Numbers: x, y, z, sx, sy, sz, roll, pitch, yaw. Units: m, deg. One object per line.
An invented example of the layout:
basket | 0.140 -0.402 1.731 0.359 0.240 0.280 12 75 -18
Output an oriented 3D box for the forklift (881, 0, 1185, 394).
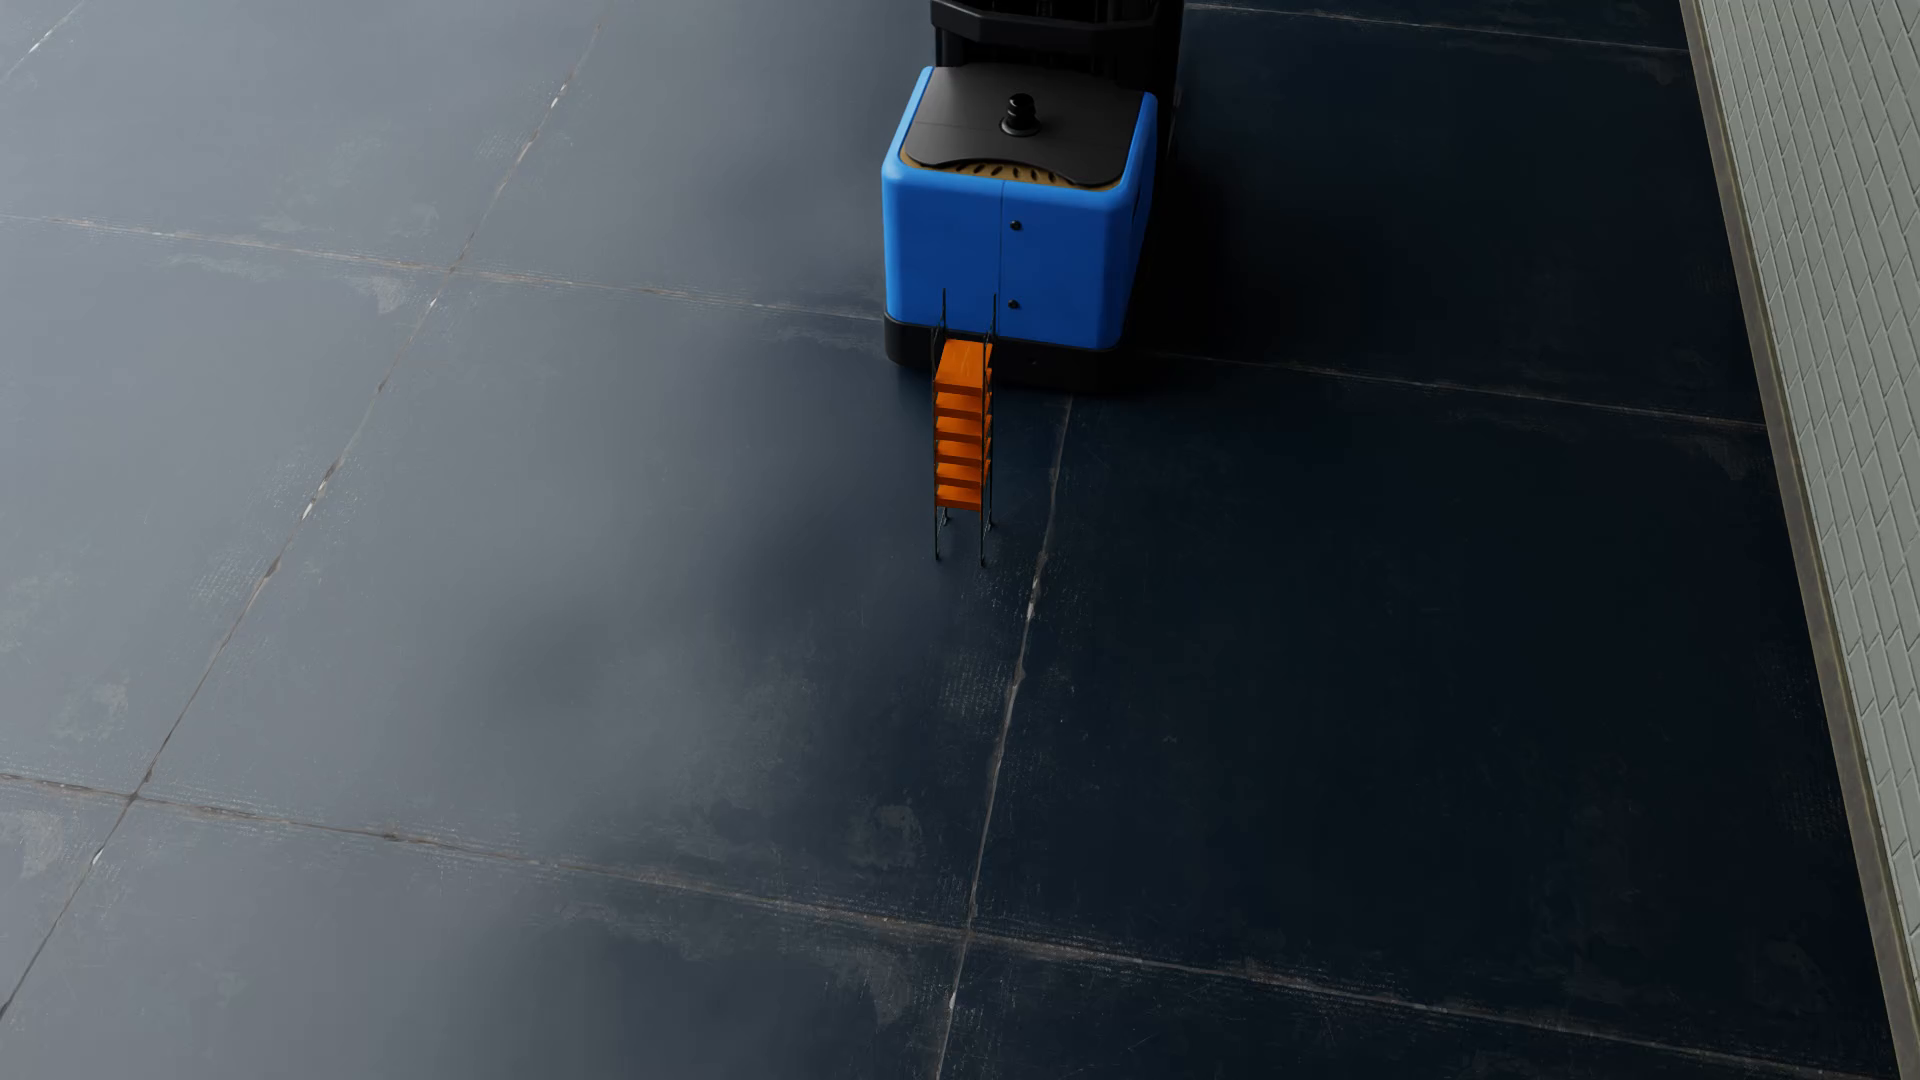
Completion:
forklift | 0.482 -2.733 7.207 1.130 2.935 3.031 9 49 8

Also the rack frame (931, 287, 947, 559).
rack frame | -0.076 -0.411 6.285 0.006 1.200 0.240 8 49 7

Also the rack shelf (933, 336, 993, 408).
rack shelf | 0.014 -0.610 6.039 0.180 0.103 0.258 8 49 7

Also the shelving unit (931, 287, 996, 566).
shelving unit | 0.014 -0.399 6.274 0.189 1.200 0.258 8 49 7

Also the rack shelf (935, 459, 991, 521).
rack shelf | 0.014 -0.209 6.486 0.180 0.103 0.258 8 49 7

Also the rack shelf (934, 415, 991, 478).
rack shelf | 0.014 -0.369 6.307 0.180 0.103 0.258 8 49 7

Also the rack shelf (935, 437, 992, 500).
rack shelf | 0.014 -0.289 6.396 0.180 0.103 0.258 8 49 7

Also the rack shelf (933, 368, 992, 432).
rack shelf | 0.014 -0.530 6.128 0.180 0.103 0.258 8 49 7

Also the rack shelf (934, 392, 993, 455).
rack shelf | 0.014 -0.450 6.218 0.180 0.103 0.258 8 49 7

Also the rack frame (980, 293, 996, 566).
rack frame | 0.104 -0.387 6.263 0.006 1.200 0.240 8 49 7
